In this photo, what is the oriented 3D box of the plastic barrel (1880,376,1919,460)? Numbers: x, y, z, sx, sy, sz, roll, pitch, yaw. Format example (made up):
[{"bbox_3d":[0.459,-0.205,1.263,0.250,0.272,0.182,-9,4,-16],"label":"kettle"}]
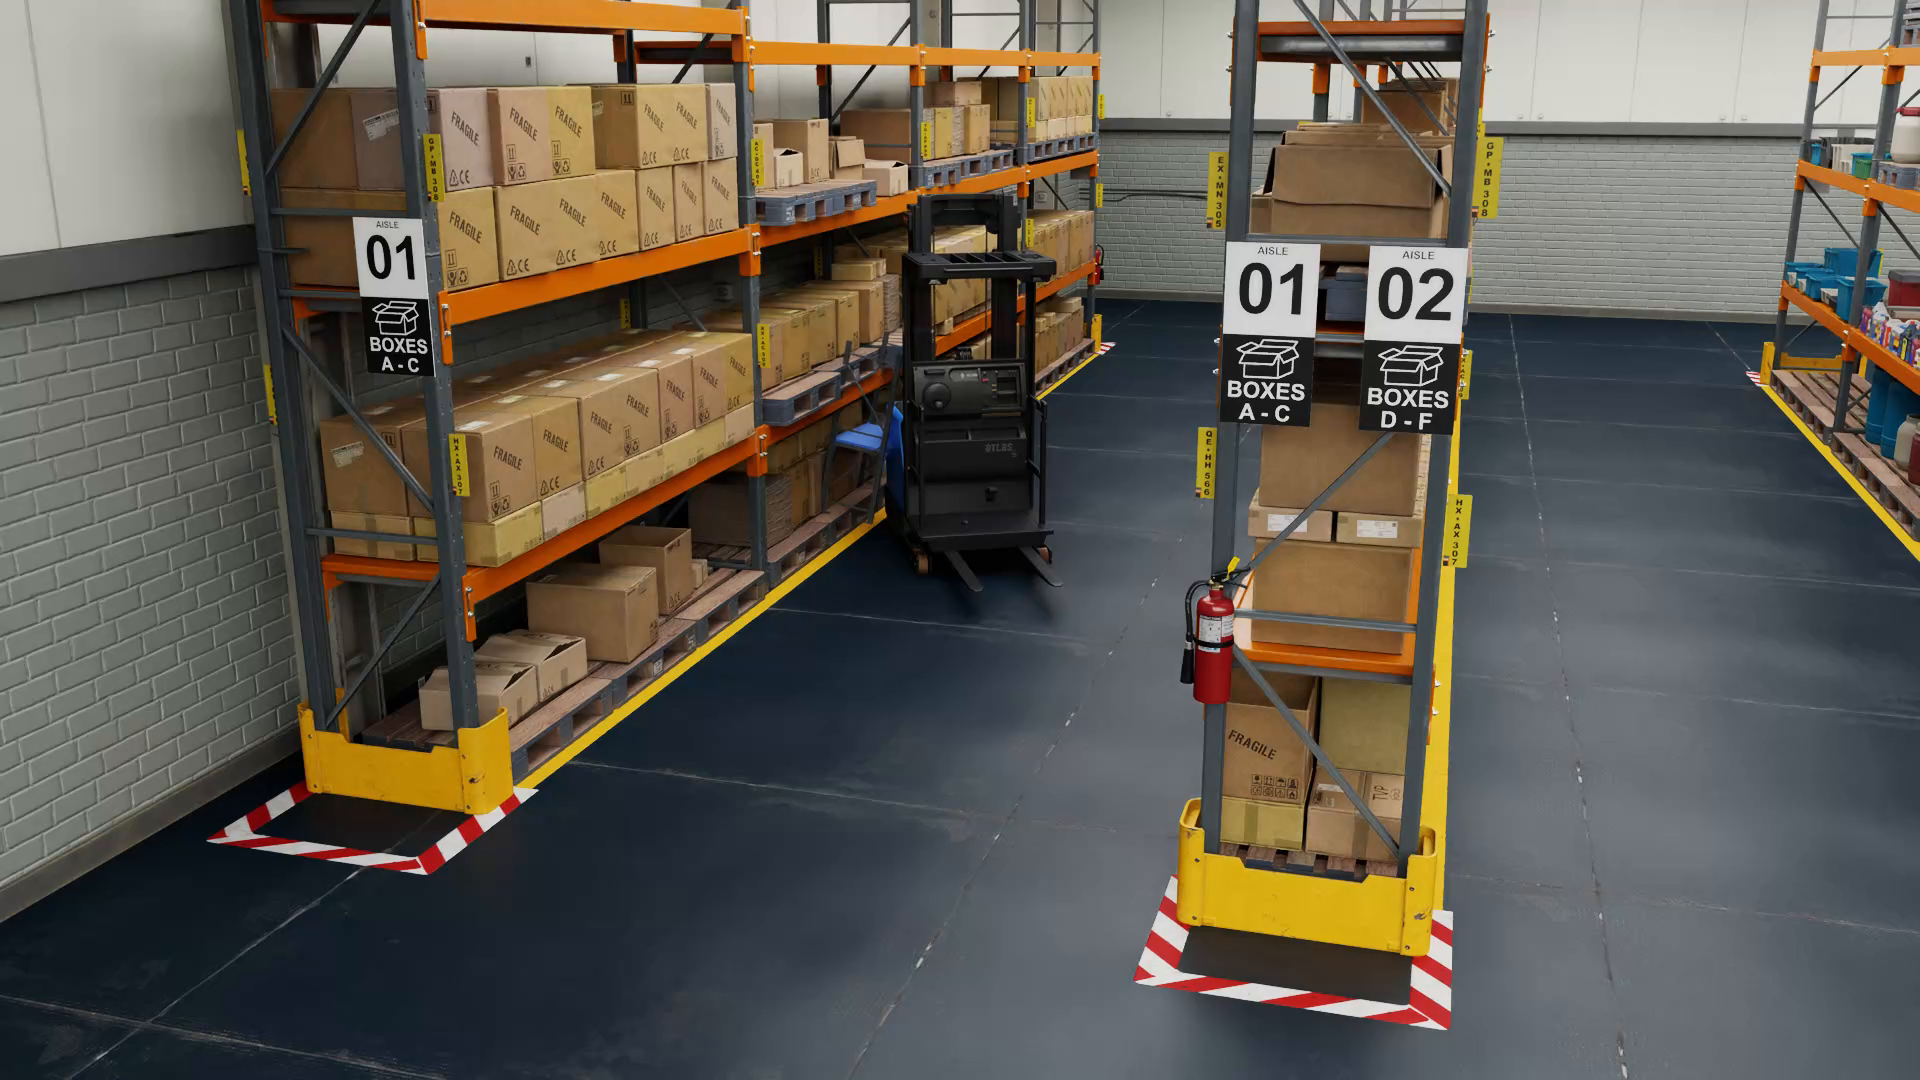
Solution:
[{"bbox_3d":[9.421,-1.250,16.314,0.600,0.901,0.708,5,16,16],"label":"plastic barrel"}]

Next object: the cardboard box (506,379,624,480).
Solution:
[{"bbox_3d":[-2.389,-0.675,10.077,0.500,0.500,0.500,4,16,14],"label":"cardboard box"}]

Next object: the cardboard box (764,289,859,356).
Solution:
[{"bbox_3d":[-1.299,-1.914,14.589,0.700,0.500,0.500,5,16,16],"label":"cardboard box"}]

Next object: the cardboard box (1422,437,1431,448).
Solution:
[{"bbox_3d":[2.390,-0.477,9.143,0.380,0.149,0.250,5,17,16],"label":"cardboard box"}]

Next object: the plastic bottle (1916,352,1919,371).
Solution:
[{"bbox_3d":[8.644,-1.622,14.916,0.097,0.201,0.097,0,16,0],"label":"plastic bottle"}]

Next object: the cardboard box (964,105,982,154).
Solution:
[{"bbox_3d":[-0.157,-4.482,18.148,0.700,0.500,0.500,4,16,15],"label":"cardboard box"}]

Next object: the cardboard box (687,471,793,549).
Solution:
[{"bbox_3d":[-1.786,-0.262,13.530,0.700,0.500,0.500,5,17,18],"label":"cardboard box"}]

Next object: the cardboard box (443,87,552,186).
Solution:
[{"bbox_3d":[-2.582,-2.203,9.051,0.500,0.500,0.500,4,16,15],"label":"cardboard box"}]

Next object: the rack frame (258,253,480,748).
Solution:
[{"bbox_3d":[-3.116,-0.012,8.876,1.000,3.000,0.127,5,16,16],"label":"rack frame"}]

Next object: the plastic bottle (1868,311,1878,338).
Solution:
[{"bbox_3d":[9.199,-2.167,16.707,0.097,0.271,0.097,0,16,0],"label":"plastic bottle"}]

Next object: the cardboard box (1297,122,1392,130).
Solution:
[{"bbox_3d":[2.376,-2.325,10.322,0.500,0.500,0.500,6,17,20],"label":"cardboard box"}]

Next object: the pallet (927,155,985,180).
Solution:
[{"bbox_3d":[-0.395,-3.923,17.512,1.003,0.211,1.213,5,17,18],"label":"pallet"}]

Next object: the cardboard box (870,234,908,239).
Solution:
[{"bbox_3d":[-0.662,-3.075,17.534,0.500,0.250,0.500,4,16,14],"label":"cardboard box"}]

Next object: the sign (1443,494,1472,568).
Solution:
[{"bbox_3d":[2.165,-0.039,7.239,0.100,0.325,0.005,5,16,16],"label":"sign"}]

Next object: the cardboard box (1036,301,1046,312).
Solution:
[{"bbox_3d":[0.957,-3.169,22.628,0.380,0.149,0.250,5,17,16],"label":"cardboard box"}]

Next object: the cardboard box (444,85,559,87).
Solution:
[{"bbox_3d":[-2.788,-2.529,10.199,0.500,0.500,0.500,5,16,16],"label":"cardboard box"}]

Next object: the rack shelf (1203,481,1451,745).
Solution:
[{"bbox_3d":[2.203,0.194,9.468,1.077,0.370,4.000,5,16,16],"label":"rack shelf"}]

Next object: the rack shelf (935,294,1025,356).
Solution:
[{"bbox_3d":[-0.274,-2.282,18.198,1.077,0.370,4.000,5,16,16],"label":"rack shelf"}]

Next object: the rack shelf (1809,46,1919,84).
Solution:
[{"bbox_3d":[10.362,-5.254,18.415,1.077,0.370,4.000,5,16,16],"label":"rack shelf"}]

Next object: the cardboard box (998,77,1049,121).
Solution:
[{"bbox_3d":[0.766,-5.298,19.963,0.500,0.500,0.500,4,16,15],"label":"cardboard box"}]

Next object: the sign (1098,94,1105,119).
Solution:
[{"bbox_3d":[1.948,-5.984,22.953,0.100,0.325,0.005,5,16,16],"label":"sign"}]

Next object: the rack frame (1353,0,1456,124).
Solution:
[{"bbox_3d":[3.908,-4.608,14.085,1.000,3.000,0.127,5,16,16],"label":"rack frame"}]

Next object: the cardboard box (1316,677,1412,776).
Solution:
[{"bbox_3d":[2.141,0.877,8.636,0.500,0.500,0.500,5,16,16],"label":"cardboard box"}]

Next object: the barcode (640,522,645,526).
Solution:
[{"bbox_3d":[-2.362,-0.099,12.370,0.001,0.075,0.075,5,16,16],"label":"barcode"}]

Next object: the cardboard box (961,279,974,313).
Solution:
[{"bbox_3d":[-0.159,-2.679,17.514,0.500,0.500,0.500,5,16,16],"label":"cardboard box"}]

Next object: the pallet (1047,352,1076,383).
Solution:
[{"bbox_3d":[0.931,-2.323,22.134,1.003,0.211,1.213,5,16,16],"label":"pallet"}]

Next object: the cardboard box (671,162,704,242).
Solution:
[{"bbox_3d":[-2.041,-2.277,11.143,0.500,0.500,0.500,3,16,11],"label":"cardboard box"}]

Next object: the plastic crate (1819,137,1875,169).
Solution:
[{"bbox_3d":[10.232,-4.465,19.190,0.504,0.338,0.767,5,16,16],"label":"plastic crate"}]

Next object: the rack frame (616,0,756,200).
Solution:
[{"bbox_3d":[-1.979,-3.945,11.747,1.000,3.000,0.127,5,16,16],"label":"rack frame"}]

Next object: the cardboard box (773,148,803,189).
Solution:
[{"bbox_3d":[-1.572,-2.959,13.161,0.500,0.311,0.500,5,17,18],"label":"cardboard box"}]

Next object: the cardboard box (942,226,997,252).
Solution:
[{"bbox_3d":[0.108,-3.305,18.345,0.500,0.250,0.500,5,17,17],"label":"cardboard box"}]

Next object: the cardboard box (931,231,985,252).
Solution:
[{"bbox_3d":[-0.037,-3.171,17.874,0.500,0.250,0.500,4,16,15],"label":"cardboard box"}]

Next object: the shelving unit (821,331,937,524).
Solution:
[{"bbox_3d":[-0.716,-1.008,14.619,0.538,1.500,1.048,14,15,13],"label":"shelving unit"}]

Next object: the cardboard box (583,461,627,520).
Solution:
[{"bbox_3d":[-2.388,-0.323,10.208,0.500,0.250,0.500,4,16,15],"label":"cardboard box"}]

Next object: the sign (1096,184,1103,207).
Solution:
[{"bbox_3d":[1.948,-4.824,23.282,0.100,0.325,0.005,5,16,16],"label":"sign"}]

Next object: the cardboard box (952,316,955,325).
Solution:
[{"bbox_3d":[-0.271,-2.334,17.486,0.380,0.149,0.250,5,17,17],"label":"cardboard box"}]

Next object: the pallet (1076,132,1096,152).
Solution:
[{"bbox_3d":[1.231,-5.404,22.549,1.003,0.211,1.213,5,16,16],"label":"pallet"}]

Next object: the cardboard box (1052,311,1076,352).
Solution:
[{"bbox_3d":[1.186,-2.876,22.783,0.700,0.500,0.500,5,16,16],"label":"cardboard box"}]

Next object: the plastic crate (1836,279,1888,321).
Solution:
[{"bbox_3d":[9.599,-2.553,17.754,0.392,0.384,0.575,5,16,16],"label":"plastic crate"}]

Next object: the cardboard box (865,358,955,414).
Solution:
[{"bbox_3d":[-0.507,-1.455,17.133,0.750,0.750,0.750,4,16,15],"label":"cardboard box"}]

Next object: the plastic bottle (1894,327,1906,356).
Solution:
[{"bbox_3d":[8.880,-1.873,15.673,0.097,0.271,0.097,0,16,0],"label":"plastic bottle"}]

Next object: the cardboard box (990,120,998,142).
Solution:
[{"bbox_3d":[0.264,-4.970,20.180,0.500,0.250,0.500,5,17,16],"label":"cardboard box"}]

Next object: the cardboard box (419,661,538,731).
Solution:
[{"bbox_3d":[-2.833,0.896,9.796,0.500,0.311,0.500,3,16,10],"label":"cardboard box"}]

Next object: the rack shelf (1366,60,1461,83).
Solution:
[{"bbox_3d":[4.477,-4.593,16.083,1.077,0.370,4.000,5,16,16],"label":"rack shelf"}]

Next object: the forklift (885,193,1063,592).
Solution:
[{"bbox_3d":[0.126,-1.242,13.338,1.130,2.935,3.031,-3,16,-11],"label":"forklift"}]

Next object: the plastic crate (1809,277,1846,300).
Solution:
[{"bbox_3d":[10.085,-2.916,19.311,0.416,0.233,0.300,5,16,16],"label":"plastic crate"}]

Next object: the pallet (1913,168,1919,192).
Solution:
[{"bbox_3d":[9.345,-3.226,15.055,1.003,0.211,1.213,5,16,16],"label":"pallet"}]

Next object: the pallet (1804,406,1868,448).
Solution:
[{"bbox_3d":[9.965,-1.237,18.305,1.003,0.211,1.213,5,16,16],"label":"pallet"}]

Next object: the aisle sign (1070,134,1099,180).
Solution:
[{"bbox_3d":[1.739,-5.444,23.263,0.394,0.787,0.004,5,16,16],"label":"aisle sign"}]

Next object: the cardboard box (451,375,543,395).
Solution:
[{"bbox_3d":[-2.890,-0.717,10.224,0.500,0.500,0.500,4,16,14],"label":"cardboard box"}]

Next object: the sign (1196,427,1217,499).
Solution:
[{"bbox_3d":[1.119,-0.346,7.496,0.100,0.325,0.005,5,16,16],"label":"sign"}]

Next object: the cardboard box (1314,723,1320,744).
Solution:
[{"bbox_3d":[1.775,1.066,9.344,0.500,0.250,0.500,5,16,16],"label":"cardboard box"}]

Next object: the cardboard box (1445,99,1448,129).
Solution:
[{"bbox_3d":[4.663,-4.207,17.032,0.600,0.600,0.600,4,16,15],"label":"cardboard box"}]
